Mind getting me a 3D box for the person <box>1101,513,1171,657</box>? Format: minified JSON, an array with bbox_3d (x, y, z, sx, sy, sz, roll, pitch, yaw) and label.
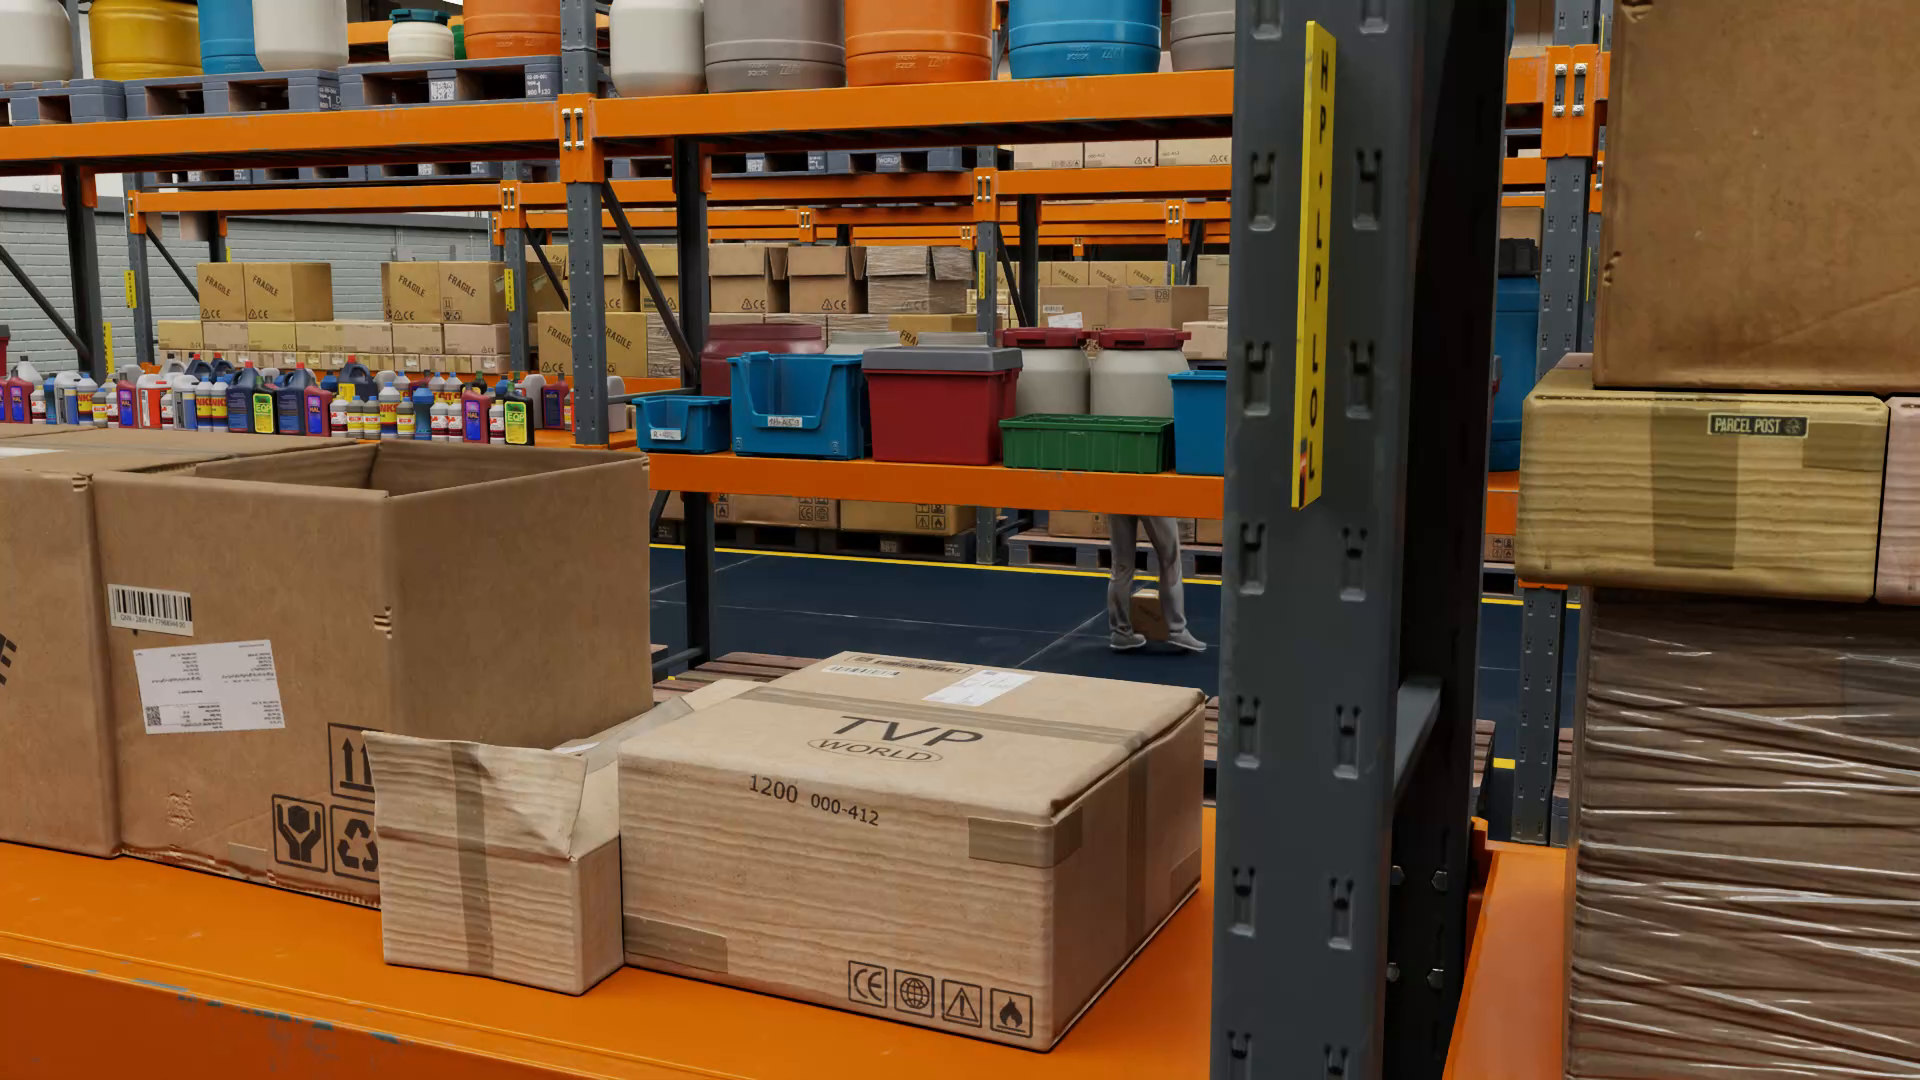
[{"bbox_3d":[0.964,-0.194,9.120,0.467,1.682,0.333,4,10,22],"label":"person"}]
